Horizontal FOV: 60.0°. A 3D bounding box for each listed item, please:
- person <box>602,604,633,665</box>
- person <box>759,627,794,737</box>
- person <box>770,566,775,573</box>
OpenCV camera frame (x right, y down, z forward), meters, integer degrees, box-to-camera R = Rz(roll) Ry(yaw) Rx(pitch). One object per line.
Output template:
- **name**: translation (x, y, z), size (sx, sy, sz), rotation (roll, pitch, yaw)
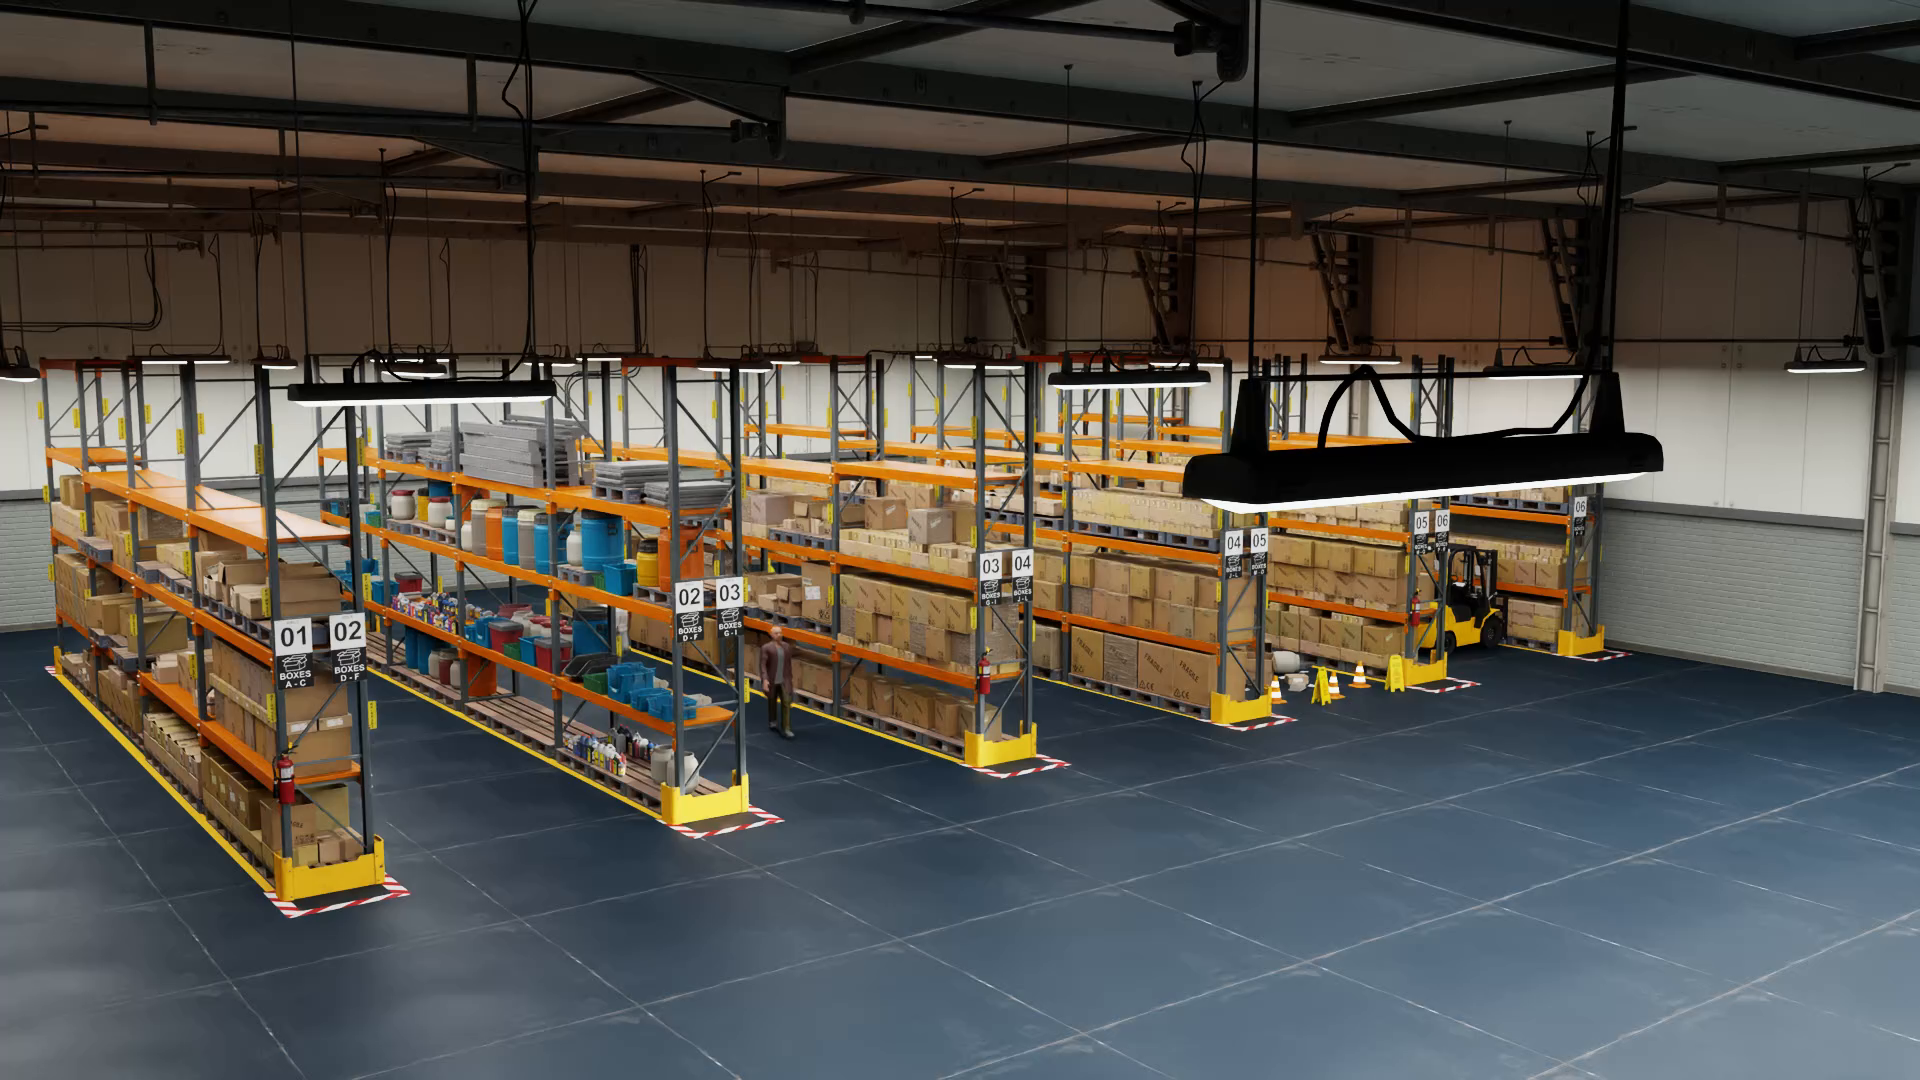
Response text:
- **person**: translation (-6.537, 1.708, 31.656), size (0.714, 1.668, 0.690), rotation (-4, 8, -28)
- **person**: translation (-2.944, 2.372, 26.695), size (0.576, 1.492, 1.121), rotation (-2, 7, -12)
- **person**: translation (-3.851, 1.387, 34.023), size (0.600, 1.711, 1.081), rotation (-6, 9, -39)
